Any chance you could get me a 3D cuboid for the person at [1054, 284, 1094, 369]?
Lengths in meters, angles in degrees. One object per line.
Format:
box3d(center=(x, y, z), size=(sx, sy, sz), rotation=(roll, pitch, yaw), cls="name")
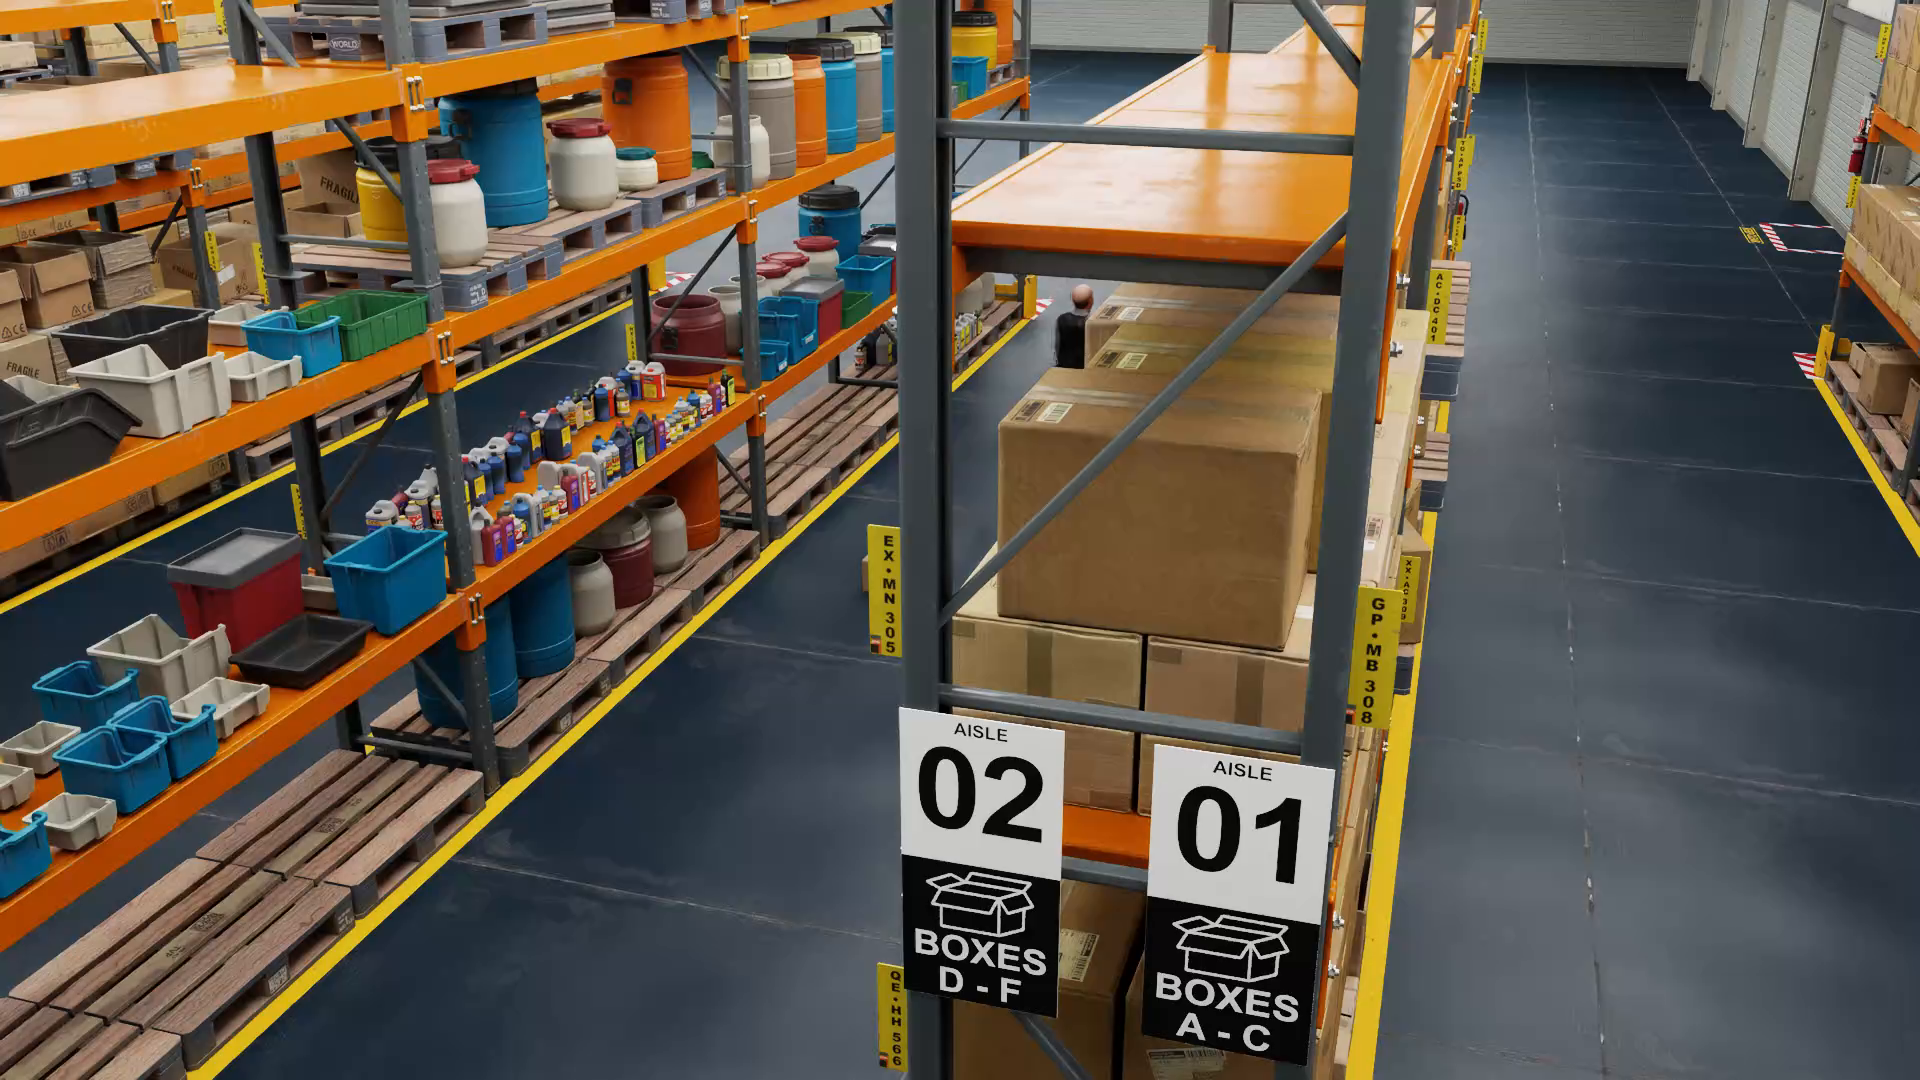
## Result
box3d(center=(1.114, -1.474, 14.772), size=(0.543, 1.671, 0.969), rotation=(10, 24, 23), cls="person")
